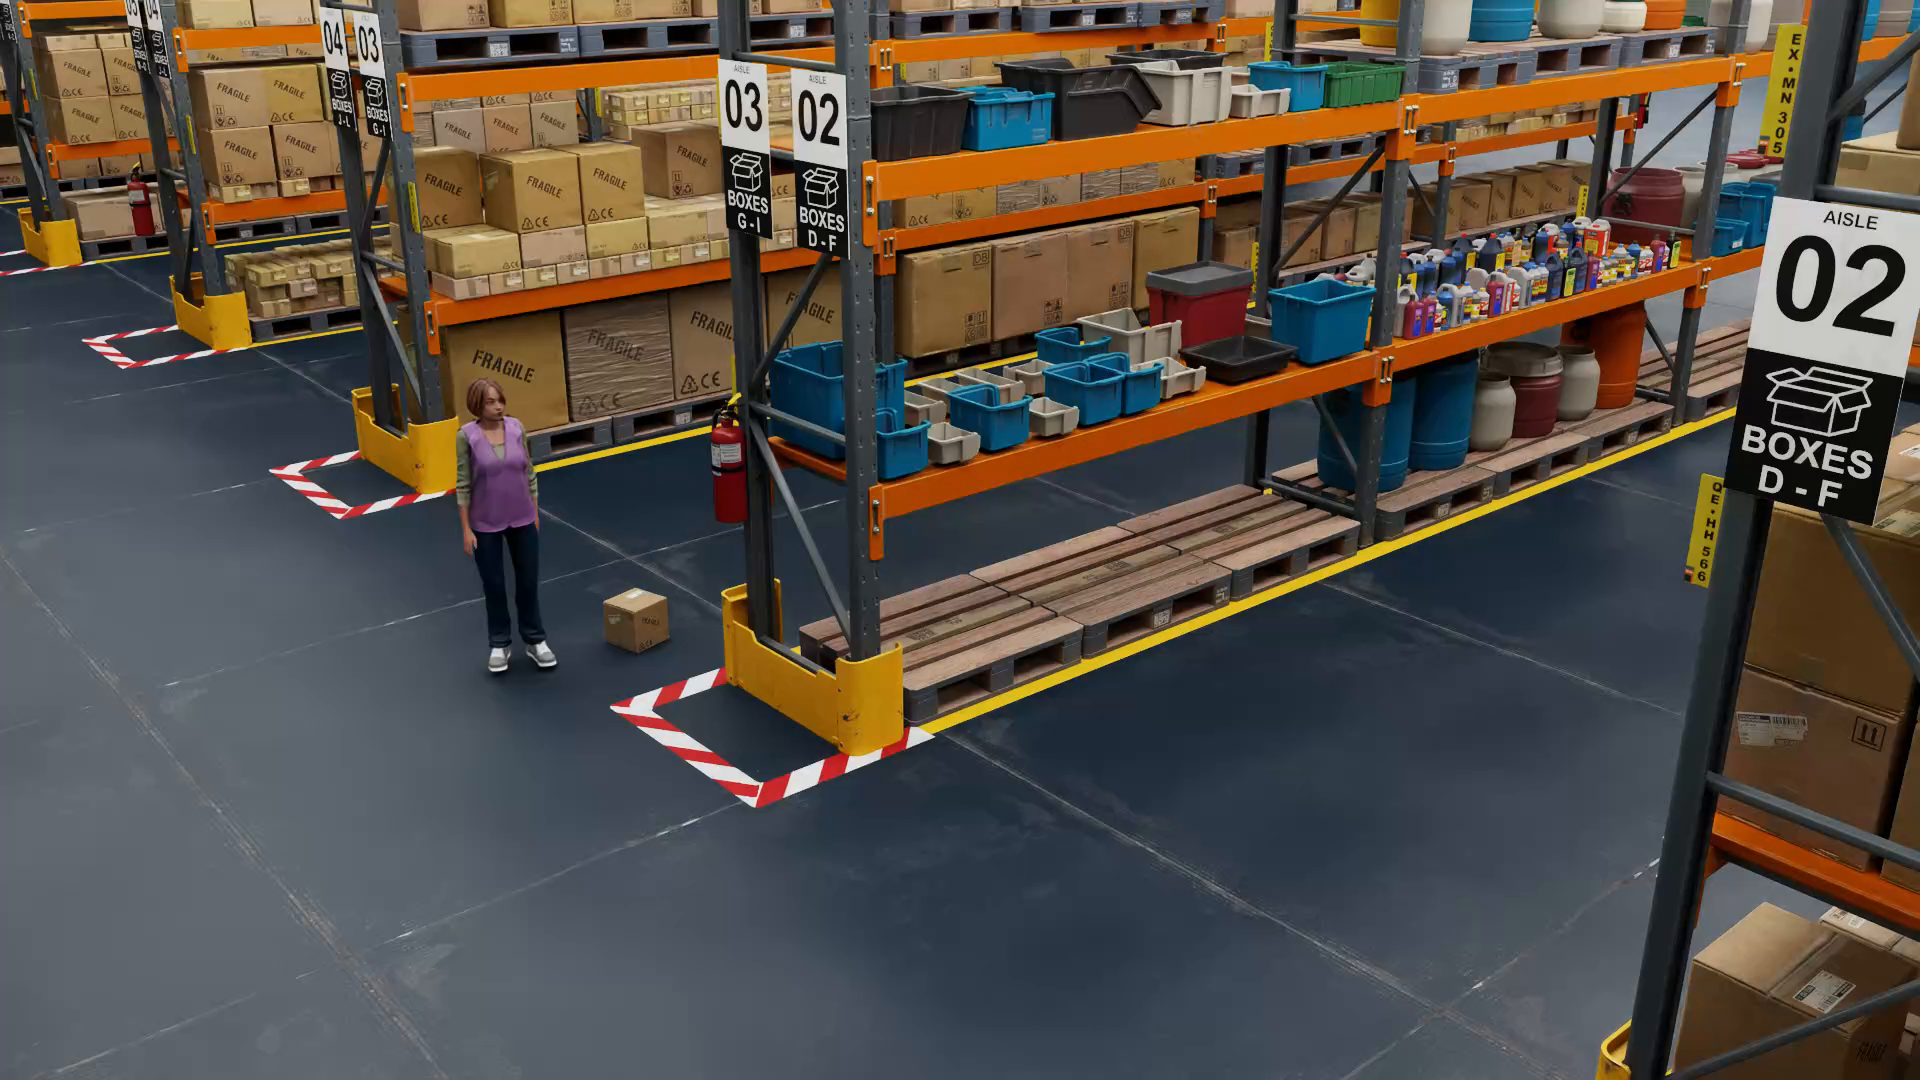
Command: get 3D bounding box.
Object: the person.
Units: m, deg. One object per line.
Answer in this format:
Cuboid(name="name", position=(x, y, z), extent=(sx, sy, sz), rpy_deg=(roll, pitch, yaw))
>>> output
Cuboid(name="person", position=(-2.403, -0.076, 8.735), extent=(0.443, 1.603, 0.342), rpy_deg=(-13, 25, -30))
